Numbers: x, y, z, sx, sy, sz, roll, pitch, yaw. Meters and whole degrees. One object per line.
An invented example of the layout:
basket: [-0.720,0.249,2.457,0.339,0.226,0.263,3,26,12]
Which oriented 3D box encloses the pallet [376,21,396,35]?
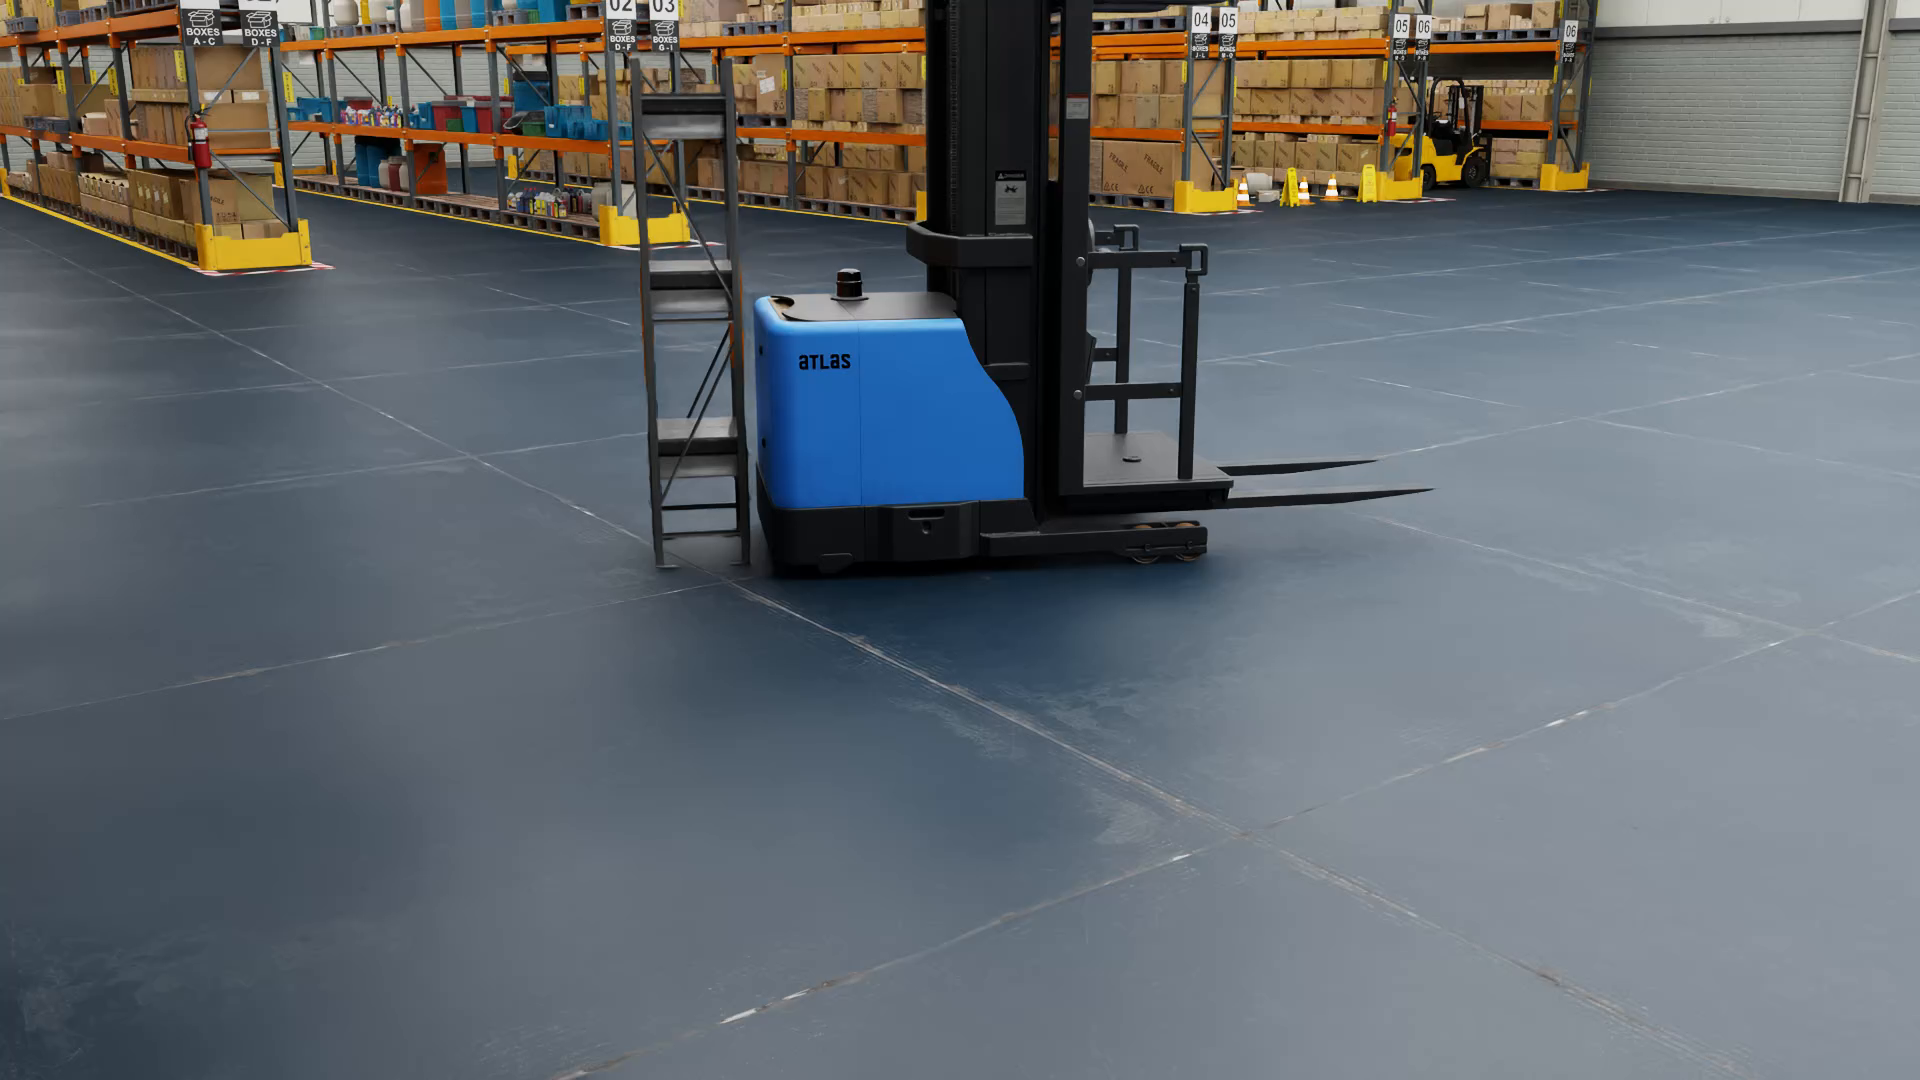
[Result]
pallet: [-9.124,-8.593,27.966,1.003,0.211,1.213,-11,19,-35]

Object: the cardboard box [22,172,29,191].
cardboard box: [-16.120,-6.298,29.165,0.500,0.311,0.500,-11,19,-35]

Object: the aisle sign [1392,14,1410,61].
aisle sign: [7.774,-8.853,29.316,0.394,0.787,0.004,-11,19,-35]

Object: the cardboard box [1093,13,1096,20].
cardboard box: [2.366,-8.896,28.206,0.380,0.149,0.250,-11,19,-34]

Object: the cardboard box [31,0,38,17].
cardboard box: [-14.466,-8.633,26.578,0.600,0.600,0.600,-11,19,-35]

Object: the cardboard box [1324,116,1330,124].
cardboard box: [6.995,-7.805,30.886,0.380,0.149,0.250,-11,19,-34]

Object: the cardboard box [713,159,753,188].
cardboard box: [-4.001,-6.578,29.829,0.700,0.500,0.500,-13,20,-39]

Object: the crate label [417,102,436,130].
crate label: [-8.388,-6.822,26.751,0.502,0.435,0.616,-11,19,-35]

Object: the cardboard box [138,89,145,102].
cardboard box: [-10.108,-5.602,20.943,0.380,0.149,0.250,-11,19,-36]

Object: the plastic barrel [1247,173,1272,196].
plastic barrel: [5.533,-6.621,30.965,0.512,0.421,0.421,1,15,4]

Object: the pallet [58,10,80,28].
pallet: [-12.291,-7.515,24.029,1.213,0.211,1.003,-10,18,-32]

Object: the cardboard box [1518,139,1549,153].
cardboard box: [11.462,-7.837,33.048,0.500,0.250,0.500,-10,18,-33]

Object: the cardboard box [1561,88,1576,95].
cardboard box: [11.996,-8.903,33.003,0.380,0.149,0.250,-11,19,-36]

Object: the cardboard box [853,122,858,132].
cardboard box: [-1.436,-6.395,25.736,0.380,0.149,0.250,-11,19,-35]

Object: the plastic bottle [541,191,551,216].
plastic bottle: [-5.793,-4.732,23.366,0.144,0.351,0.185,-10,18,-32]

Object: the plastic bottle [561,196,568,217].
plastic bottle: [-5.525,-4.651,23.201,0.061,0.283,0.133,-11,19,-35]

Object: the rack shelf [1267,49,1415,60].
rack shelf: [8.458,-10.810,37.070,1.077,0.370,4.000,-11,19,-35]

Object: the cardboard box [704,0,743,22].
cardboard box: [-4.082,-9.208,28.720,0.500,0.500,0.500,-12,19,-36]

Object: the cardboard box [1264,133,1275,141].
cardboard box: [6.078,-7.749,31.971,0.380,0.149,0.250,-10,18,-32]

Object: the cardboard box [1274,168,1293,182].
cardboard box: [6.386,-6.995,31.865,0.500,0.250,0.500,-11,19,-35]

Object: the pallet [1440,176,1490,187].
pallet: [10.789,-7.501,34.582,1.003,0.211,1.213,-11,19,-35]

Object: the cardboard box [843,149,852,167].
cardboard box: [-2.176,-8.006,35.083,0.500,0.500,0.500,-10,18,-34]

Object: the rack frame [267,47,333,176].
rack frame: [-13.457,-8.767,33.926,1.000,3.000,0.127,-11,19,-35]

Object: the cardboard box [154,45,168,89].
cardboard box: [-9.259,-5.695,20.056,0.700,0.500,0.500,-11,19,-34]

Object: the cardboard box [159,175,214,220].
cardboard box: [-9.215,-4.100,19.867,0.500,0.500,0.500,-11,19,-35]

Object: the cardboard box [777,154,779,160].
cardboard box: [-3.879,-8.598,37.350,0.380,0.149,0.250,-11,19,-34]

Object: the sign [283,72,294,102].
sign: [-7.606,-5.123,18.822,0.100,0.325,0.005,-11,19,-35]

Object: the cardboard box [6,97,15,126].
cardboard box: [-16.526,-7.588,29.427,0.500,0.500,0.500,-11,19,-34]

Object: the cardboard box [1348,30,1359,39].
cardboard box: [7.235,-9.126,30.031,0.380,0.149,0.250,-10,18,-33]

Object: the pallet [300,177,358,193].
pallet: [-12.291,-6.980,32.678,1.003,0.211,1.213,-11,19,-35]

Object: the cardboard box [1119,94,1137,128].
cardboard box: [3.204,-7.265,28.155,0.875,0.550,0.550,-11,19,-35]

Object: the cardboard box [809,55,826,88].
cardboard box: [-2.041,-7.405,26.304,0.500,0.500,0.500,-11,19,-35]

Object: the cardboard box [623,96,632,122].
cardboard box: [-6.133,-8.269,31.918,0.500,0.500,0.500,-10,18,-33]

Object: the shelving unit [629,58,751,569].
shelving unit: [-1.146,-0.962,7.108,0.431,2.100,0.503,-3,15,-10]

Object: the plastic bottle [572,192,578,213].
plastic bottle: [-5.555,-4.883,24.046,0.061,0.283,0.133,-11,19,-35]

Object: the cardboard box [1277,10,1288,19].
cardboard box: [6.186,-9.890,31.311,0.380,0.149,0.250,-12,19,-36]

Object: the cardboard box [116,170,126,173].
cardboard box: [-12.799,-5.439,25.668,0.500,0.500,0.500,-10,18,-32]

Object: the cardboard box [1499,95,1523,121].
cardboard box: [11.186,-8.654,33.322,0.500,0.500,0.500,-10,18,-33]

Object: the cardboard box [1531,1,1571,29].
cardboard box: [11.528,-10.231,32.419,0.500,0.500,0.500,-10,18,-33]

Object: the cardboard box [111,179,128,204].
cardboard box: [-11.192,-4.736,22.547,0.500,0.311,0.500,-10,18,-33]

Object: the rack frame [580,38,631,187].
rack frame: [-7.099,-8.682,33.614,1.000,3.000,0.127,-11,19,-35]

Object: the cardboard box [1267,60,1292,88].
cardboard box: [6.260,-8.834,31.524,0.700,0.500,0.500,-11,19,-36]

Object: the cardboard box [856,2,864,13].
cardboard box: [-1.342,-8.042,25.122,0.380,0.149,0.250,-12,19,-37]

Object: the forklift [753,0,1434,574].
forklift: [0.618,-1.445,7.304,3.031,2.935,1.130,-3,16,-11]

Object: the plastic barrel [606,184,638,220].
plastic barrel: [-4.499,-4.482,22.186,0.421,0.512,0.421,0,15,0]

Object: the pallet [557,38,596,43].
pallet: [-7.572,-10.262,33.874,1.003,0.211,1.213,-11,19,-35]

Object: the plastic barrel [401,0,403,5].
plastic barrel: [-9.085,-9.037,27.621,0.600,0.830,0.708,-11,19,-35]

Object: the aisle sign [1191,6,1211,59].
aisle sign: [3.827,-8.060,26.417,0.394,0.787,0.004,-11,19,-35]

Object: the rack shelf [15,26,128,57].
rack shelf: [-13.938,-7.818,26.138,1.077,0.370,4.000,-11,19,-35]
